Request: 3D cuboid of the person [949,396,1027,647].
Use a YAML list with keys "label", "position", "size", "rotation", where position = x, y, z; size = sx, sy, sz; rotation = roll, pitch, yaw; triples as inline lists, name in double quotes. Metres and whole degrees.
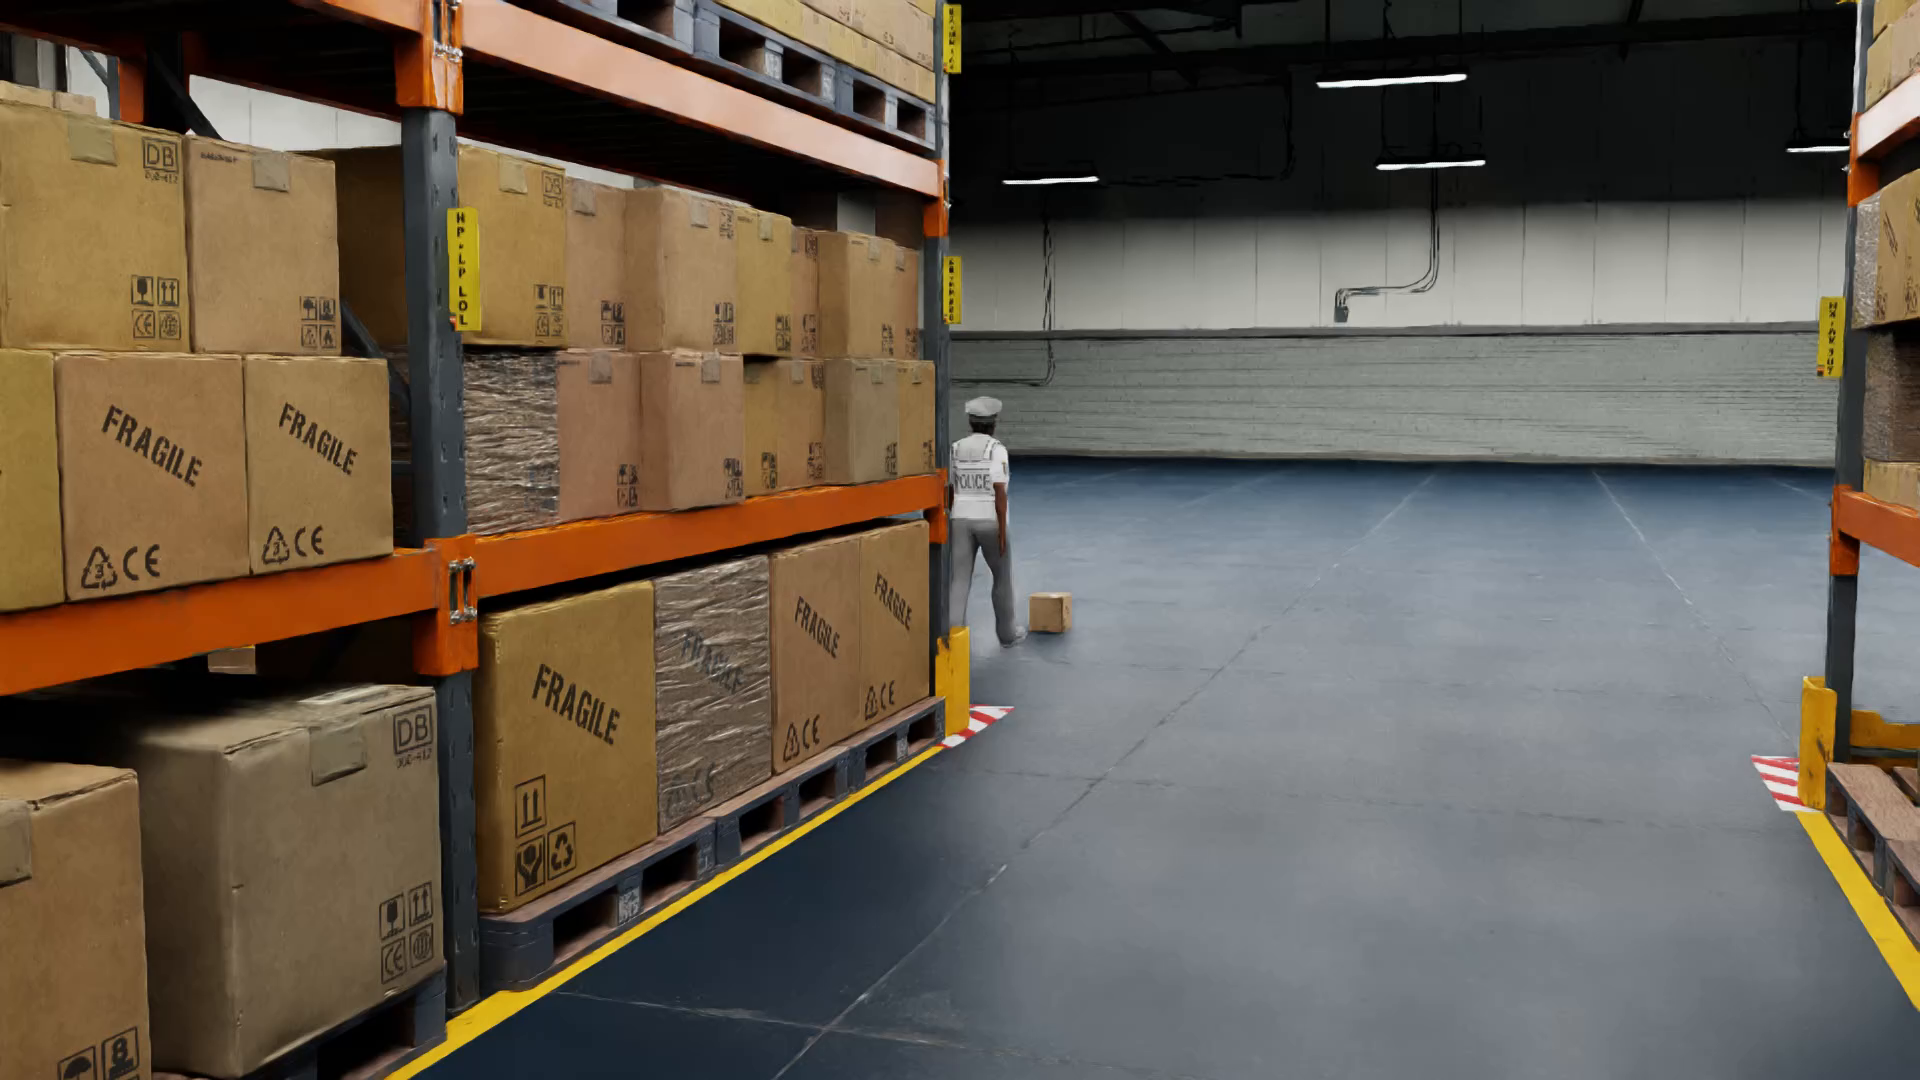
- label: "person"
  position: [0.134, -0.105, 10.721]
  size: [0.519, 1.636, 0.908]
  rotation: [3, 6, 25]
